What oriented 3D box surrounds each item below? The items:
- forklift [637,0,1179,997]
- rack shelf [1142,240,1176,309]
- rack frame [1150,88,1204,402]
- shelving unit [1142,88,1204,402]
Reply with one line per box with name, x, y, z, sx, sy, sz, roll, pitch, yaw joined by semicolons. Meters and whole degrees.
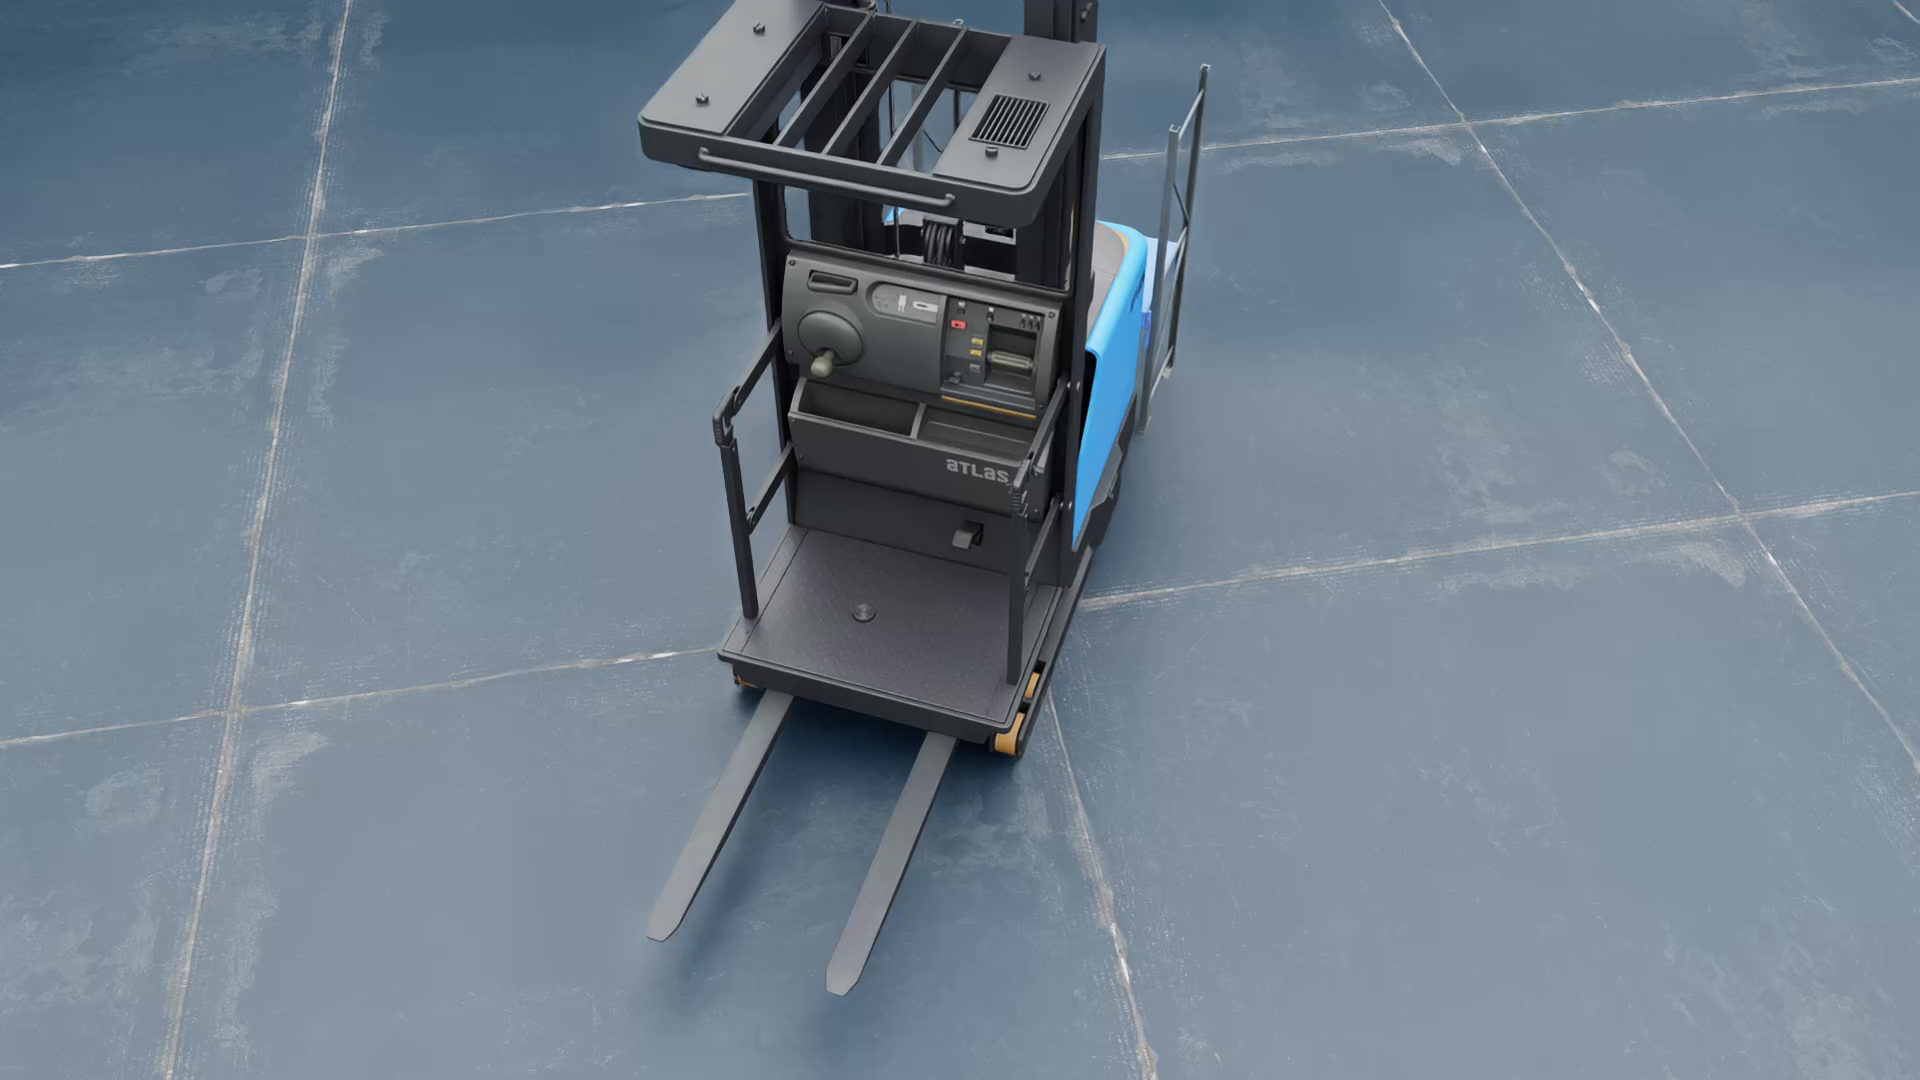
forklift;-6.521;2.537;1.808;10.237;3.598;16.863;13;48;12
rack shelf;0.392;-1.187;7.034;0.952;0.062;0.459;15;48;14
rack frame;0.870;-1.153;6.820;0.013;1.308;0.475;15;48;14
shelving unit;0.411;-1.274;6.936;0.991;1.308;0.475;15;48;14
